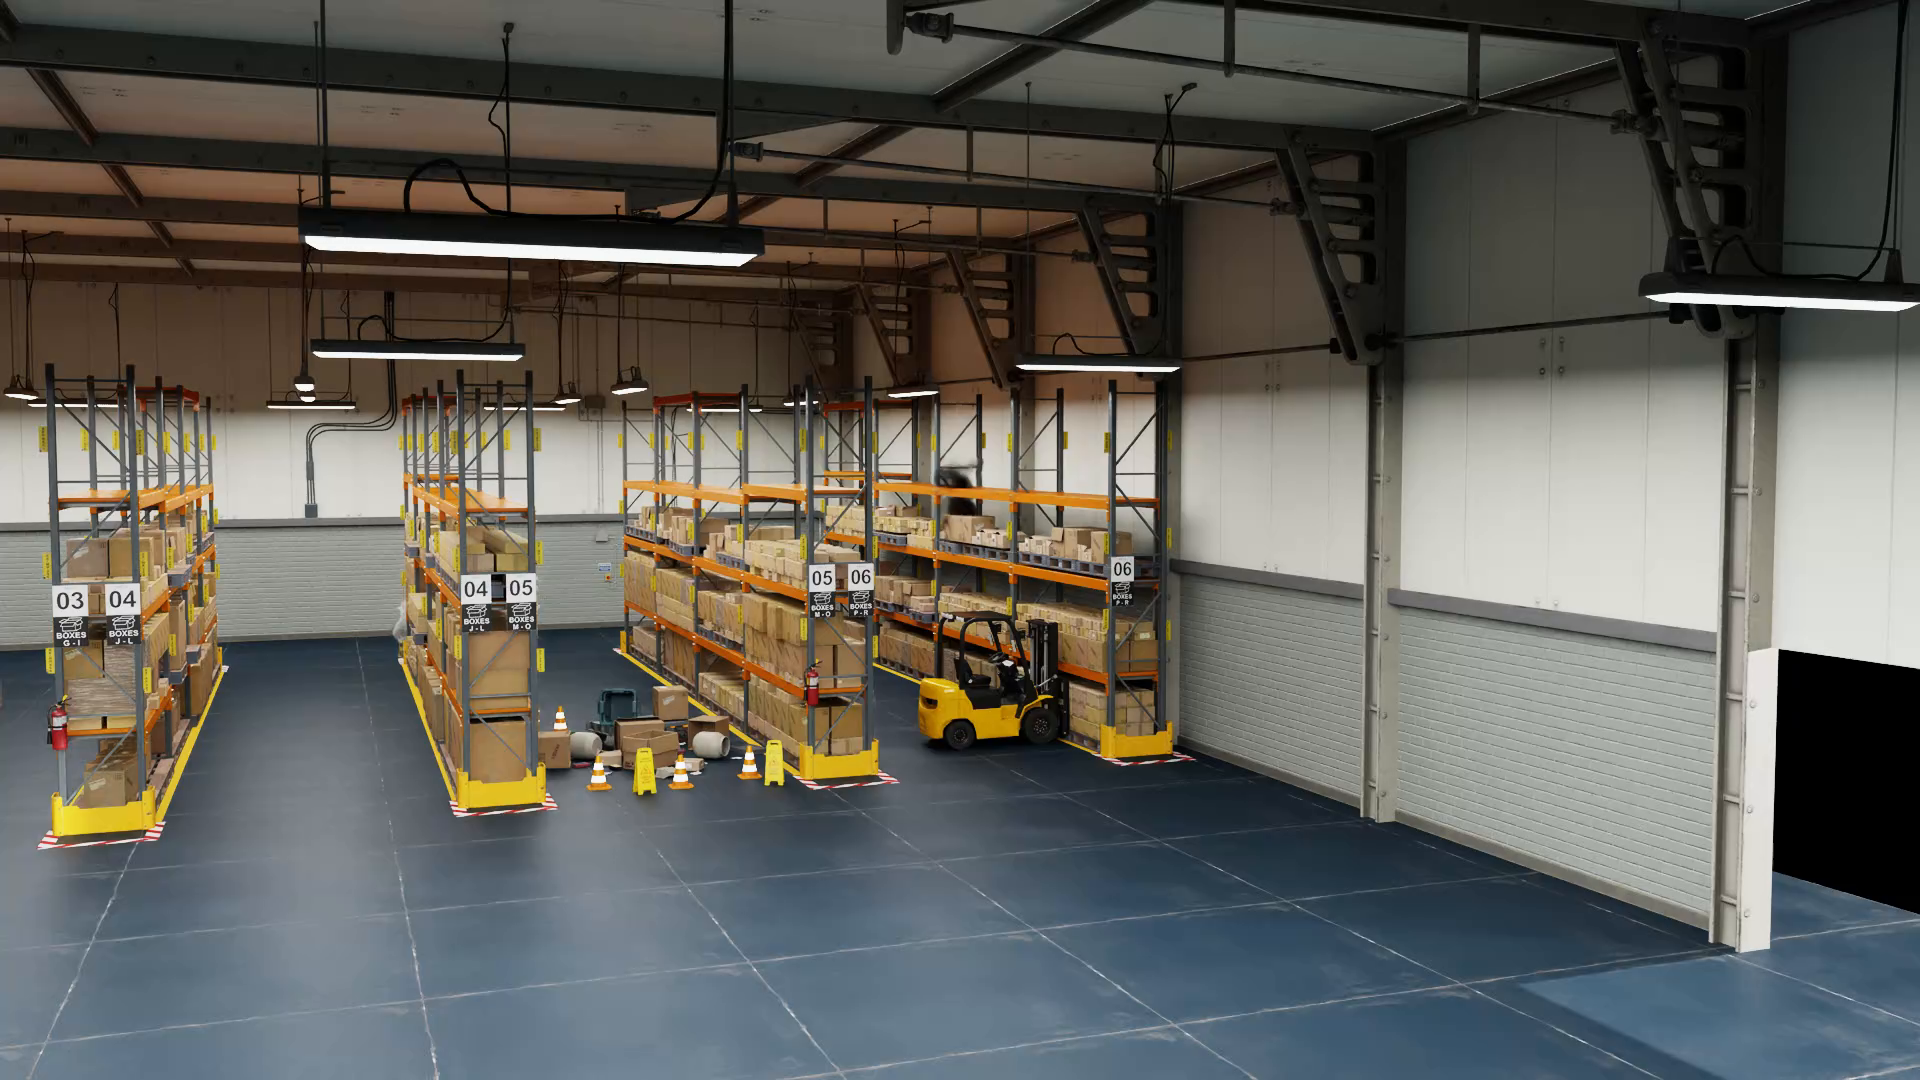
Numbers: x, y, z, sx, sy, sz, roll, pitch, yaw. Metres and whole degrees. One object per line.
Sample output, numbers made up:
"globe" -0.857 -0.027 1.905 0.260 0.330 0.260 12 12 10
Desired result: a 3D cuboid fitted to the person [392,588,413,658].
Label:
"person" -12.854 1.857 38.673 0.627 1.784 0.633 -3 4 -42
